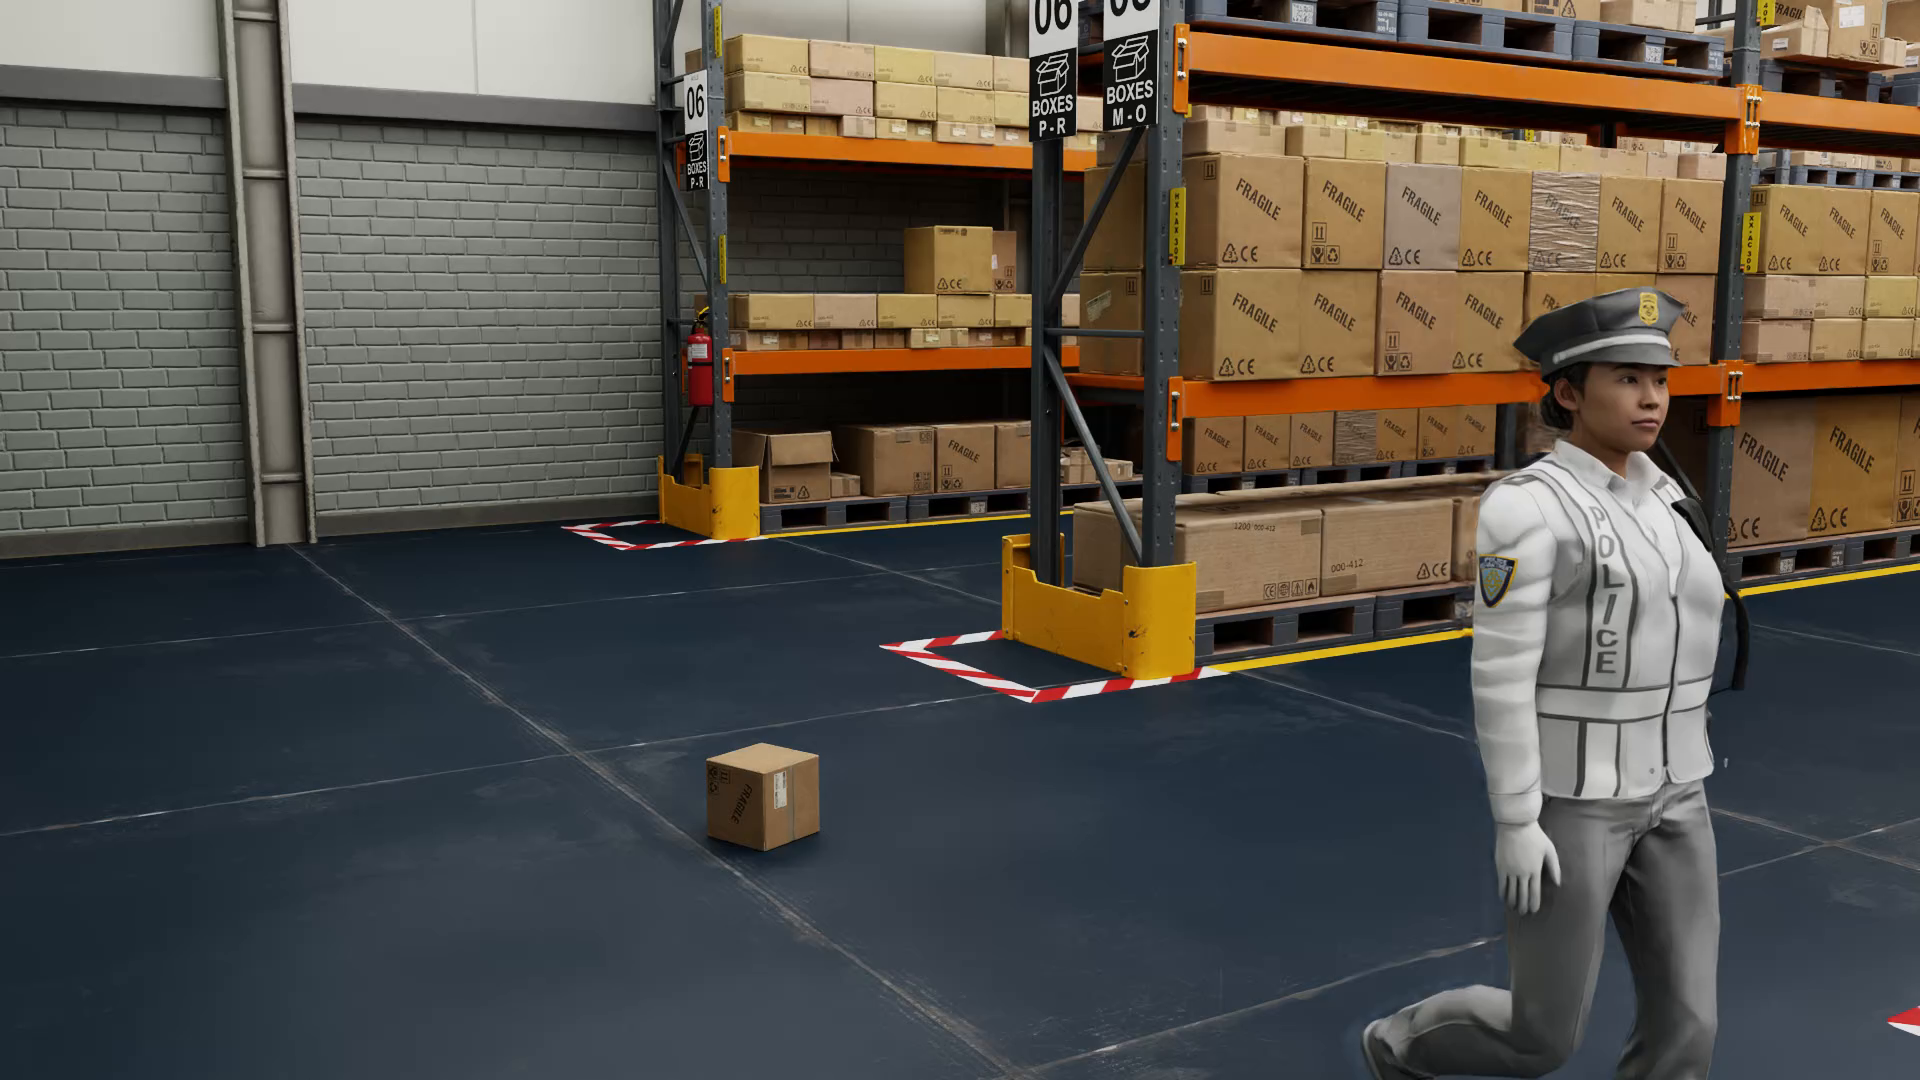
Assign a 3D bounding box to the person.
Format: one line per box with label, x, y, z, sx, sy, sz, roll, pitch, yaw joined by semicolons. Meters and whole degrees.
person;1.033;0.412;2.802;0.493;1.663;0.762;-4;9;-28
